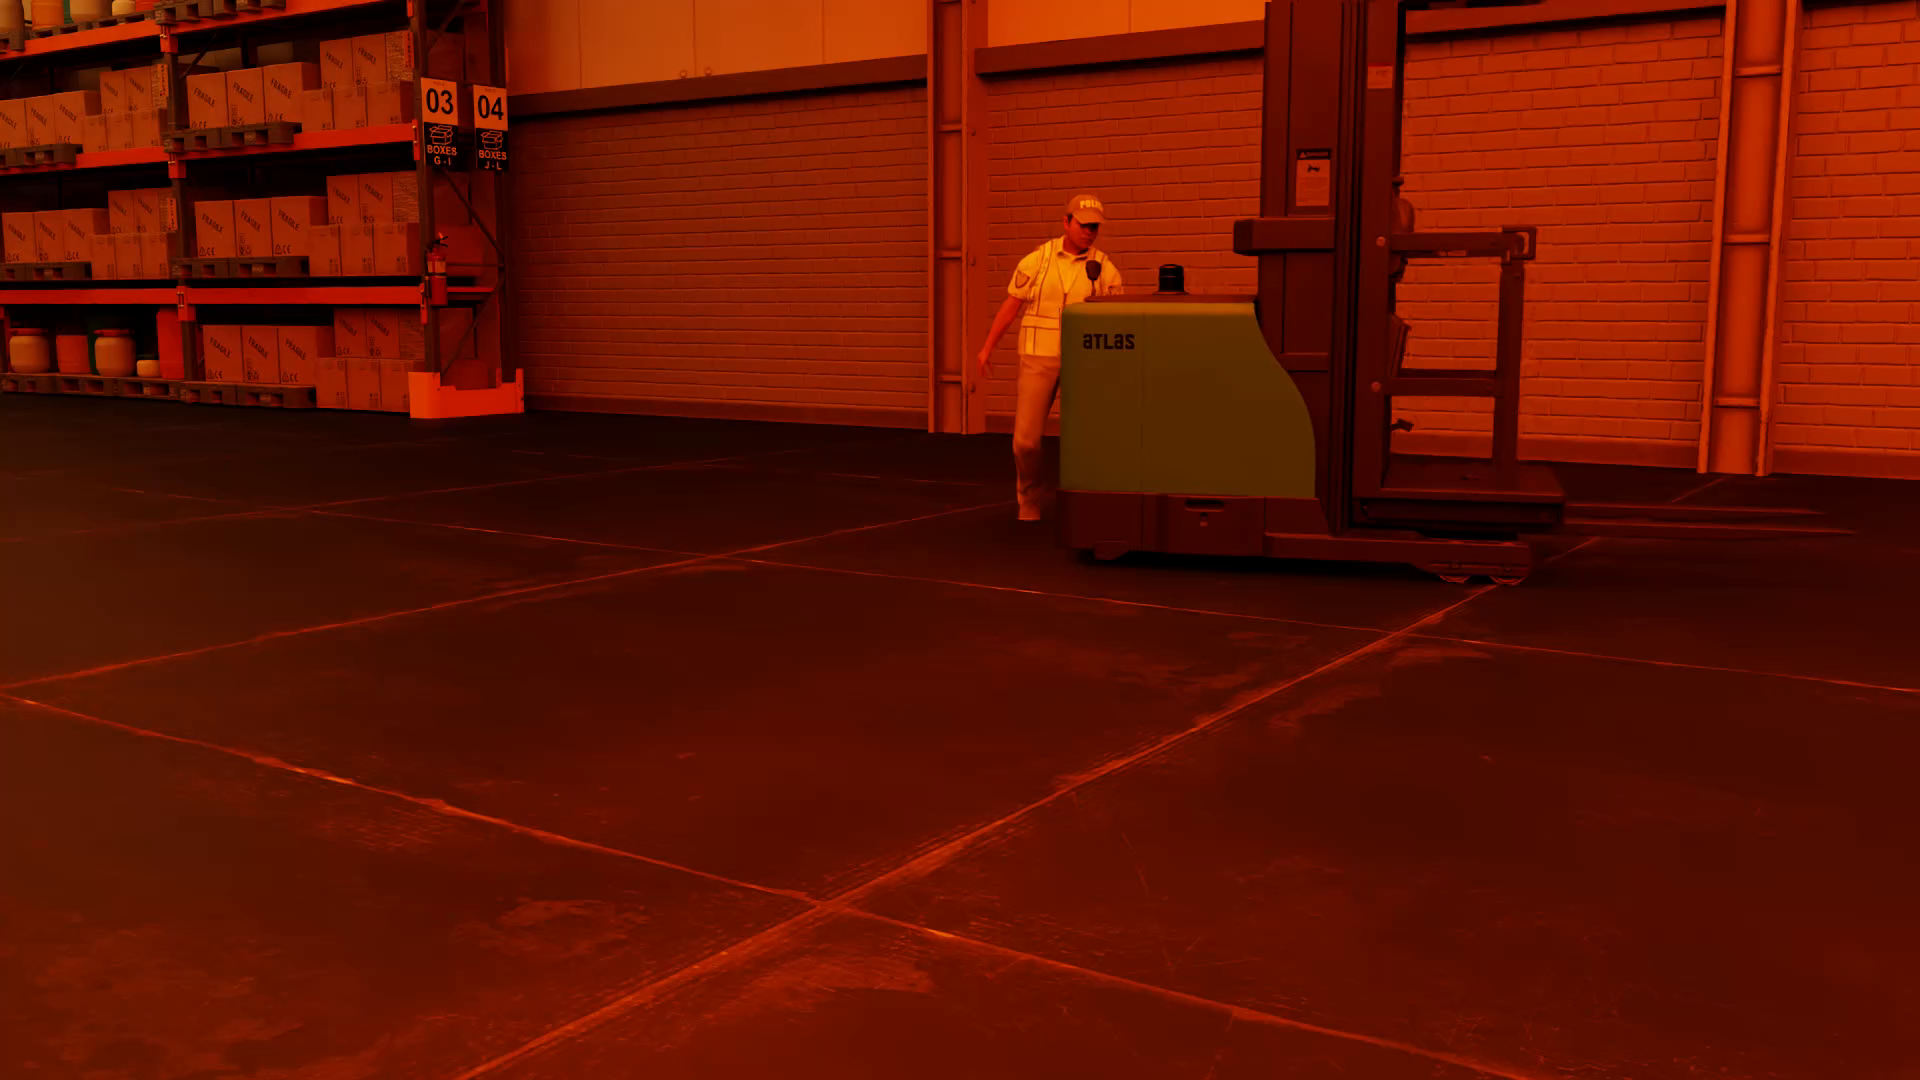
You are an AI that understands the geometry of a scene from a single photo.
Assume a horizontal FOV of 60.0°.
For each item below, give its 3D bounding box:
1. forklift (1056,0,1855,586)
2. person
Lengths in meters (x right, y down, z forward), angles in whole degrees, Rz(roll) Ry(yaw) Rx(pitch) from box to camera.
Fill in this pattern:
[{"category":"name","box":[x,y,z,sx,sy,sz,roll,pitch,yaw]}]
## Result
[{"category":"forklift","box":[1.975,-1.359,6.752,3.031,2.935,1.130,2,8,16]},{"category":"person","box":[0.501,-0.865,8.173,0.841,1.628,0.511,1,8,6]}]
